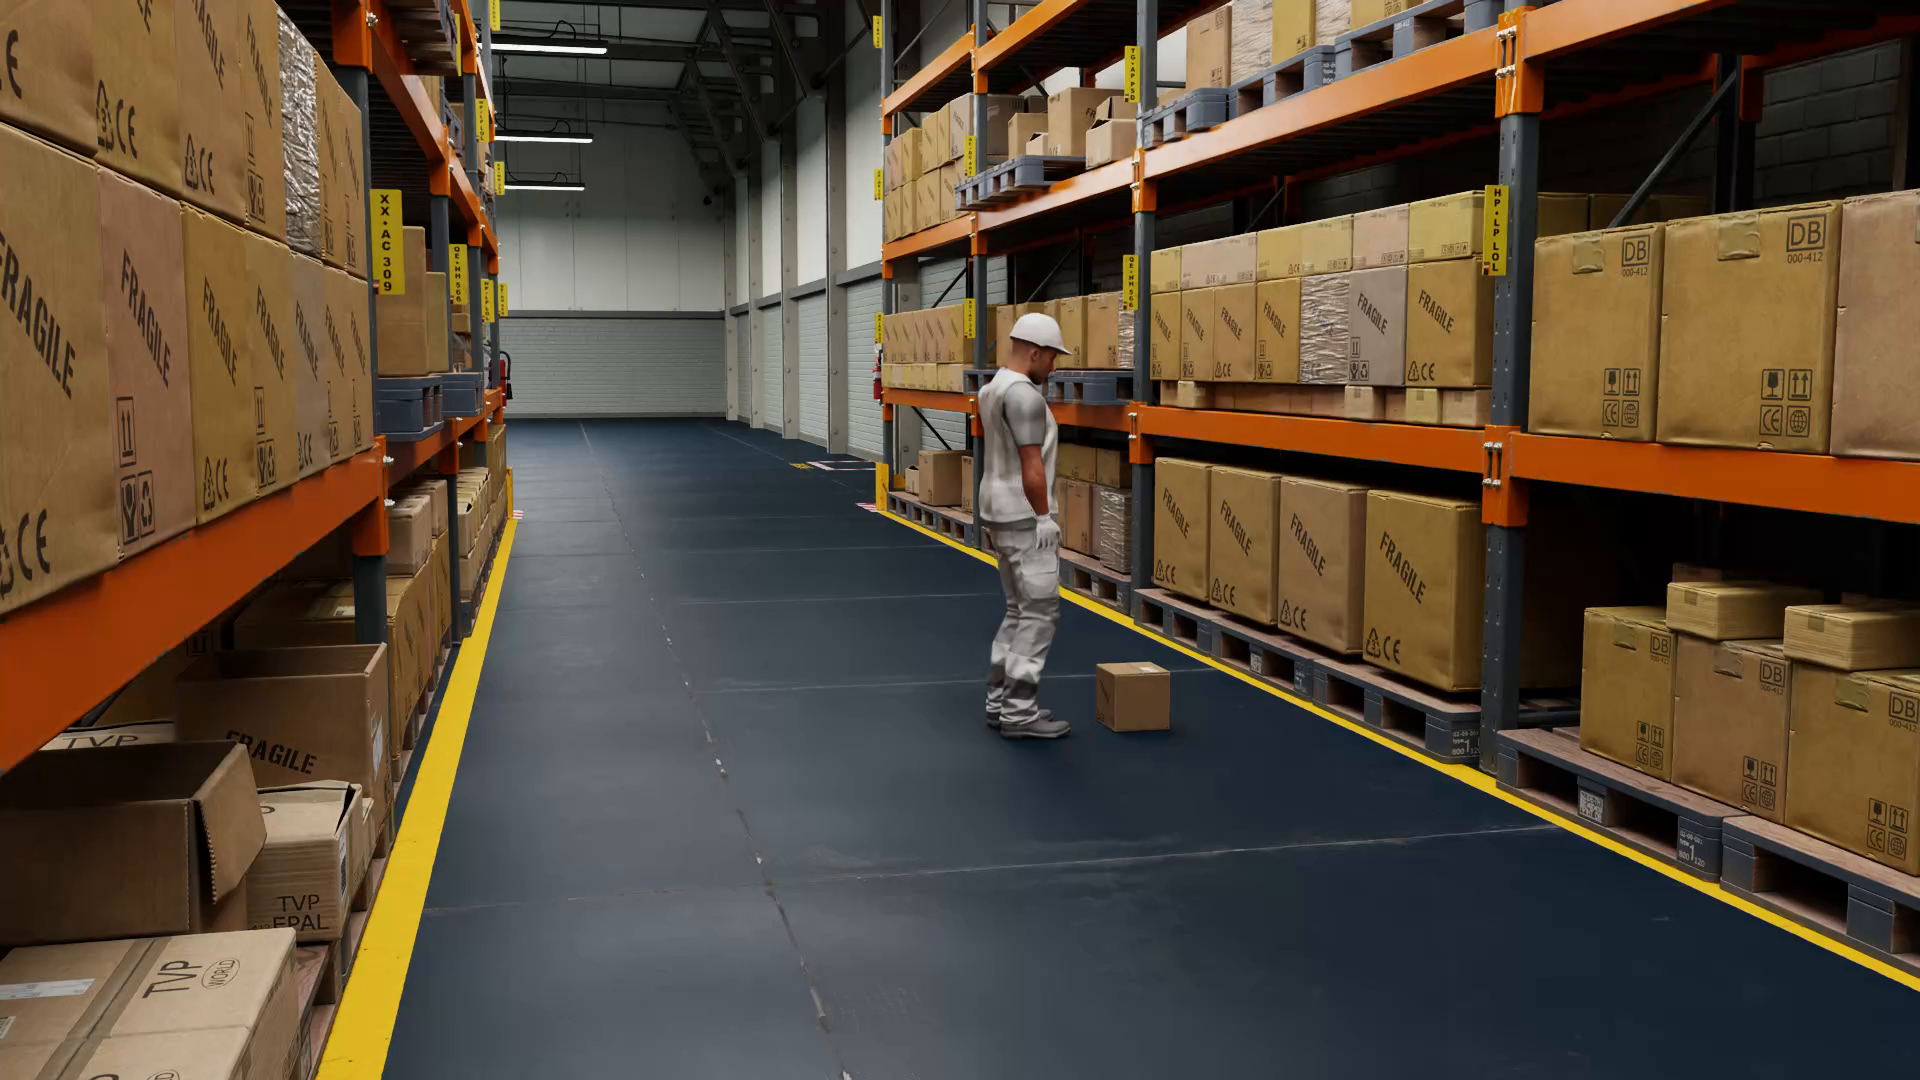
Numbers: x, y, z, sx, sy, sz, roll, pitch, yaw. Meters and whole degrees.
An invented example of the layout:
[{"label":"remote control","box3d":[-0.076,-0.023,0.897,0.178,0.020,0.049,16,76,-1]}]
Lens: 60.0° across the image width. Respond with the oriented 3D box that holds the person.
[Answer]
[{"label":"person","box3d":[0.282,-0.068,7.021,0.388,1.767,0.533,-1,6,-13]}]
